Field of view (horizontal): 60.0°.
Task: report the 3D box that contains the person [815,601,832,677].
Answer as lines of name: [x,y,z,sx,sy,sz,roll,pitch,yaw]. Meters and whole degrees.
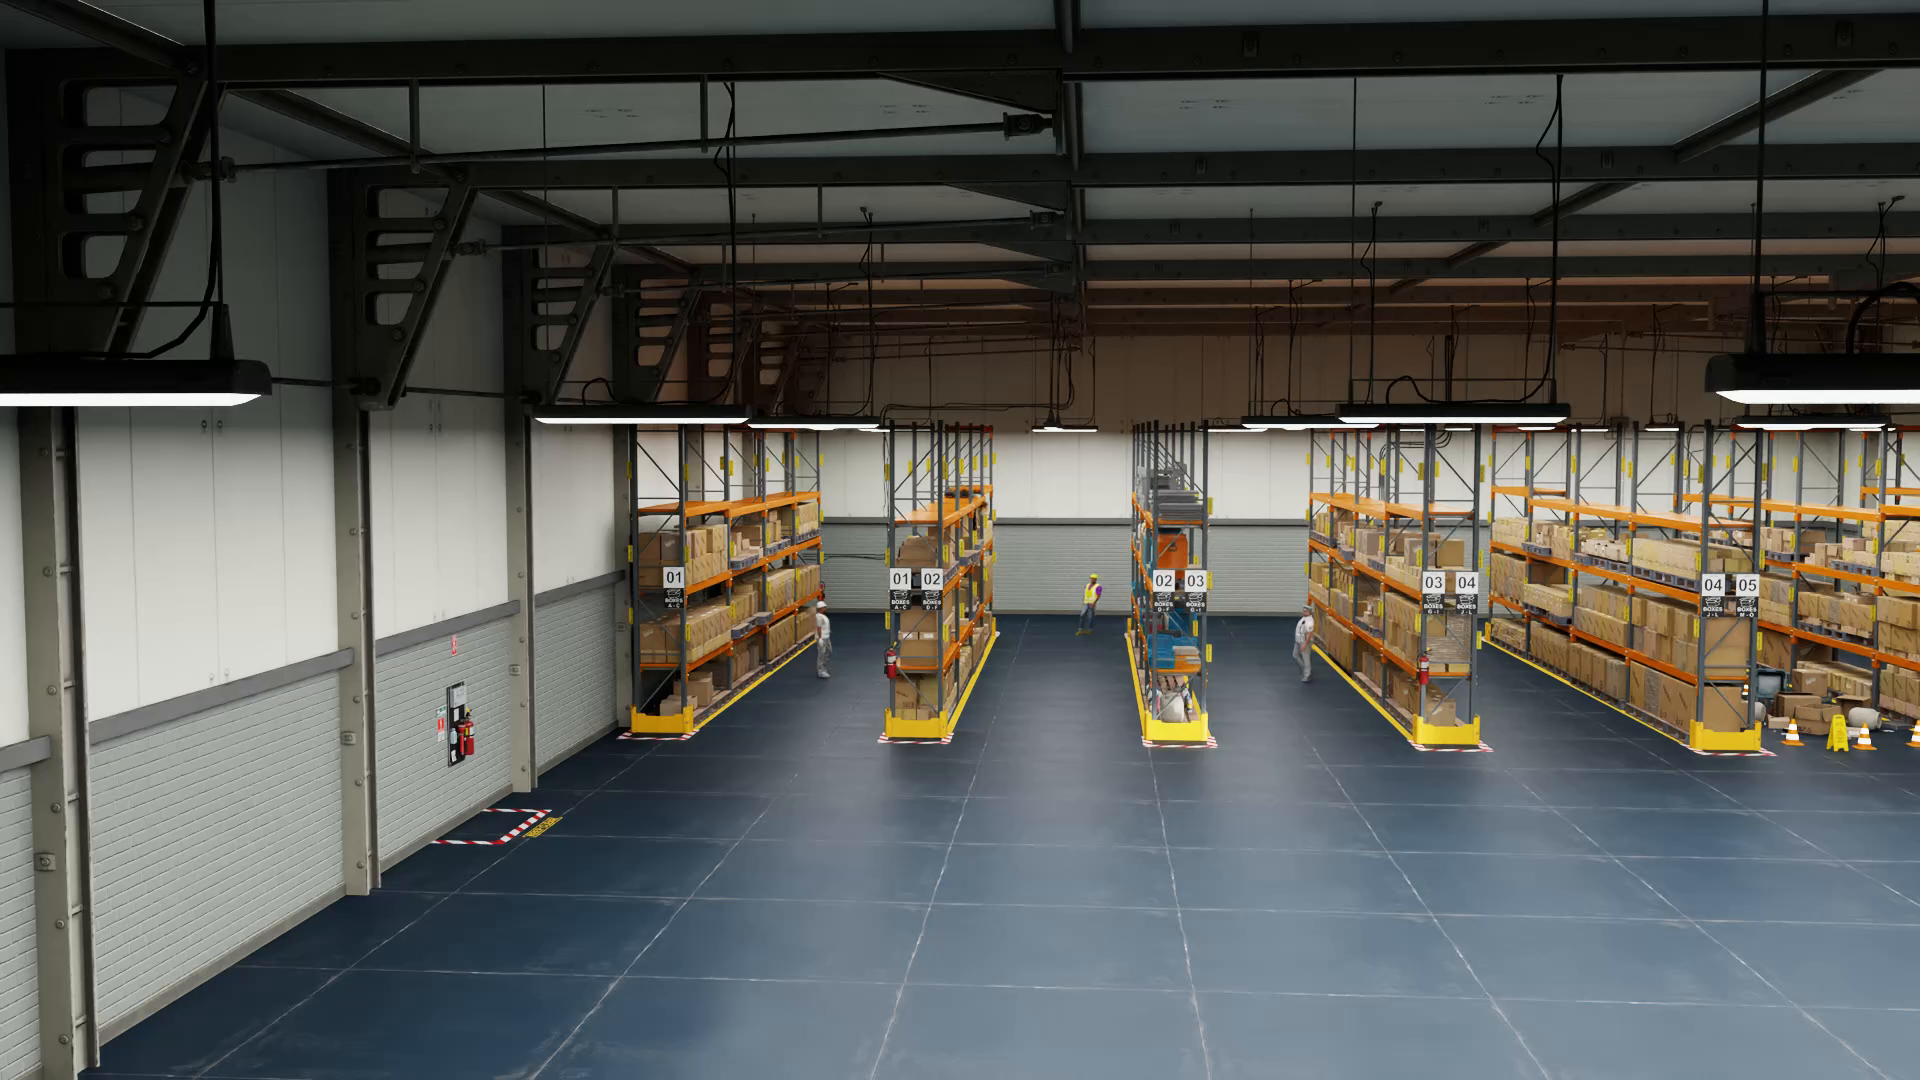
person: [-3.250,2.358,39.360,0.406,1.817,0.617,1,4,9]

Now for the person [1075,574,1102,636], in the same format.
person: [3.692,1.849,47.439,0.682,1.771,0.561,2,4,32]

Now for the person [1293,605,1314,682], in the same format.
person: [8.037,2.400,38.766,0.450,1.779,0.634,-1,4,-16]
